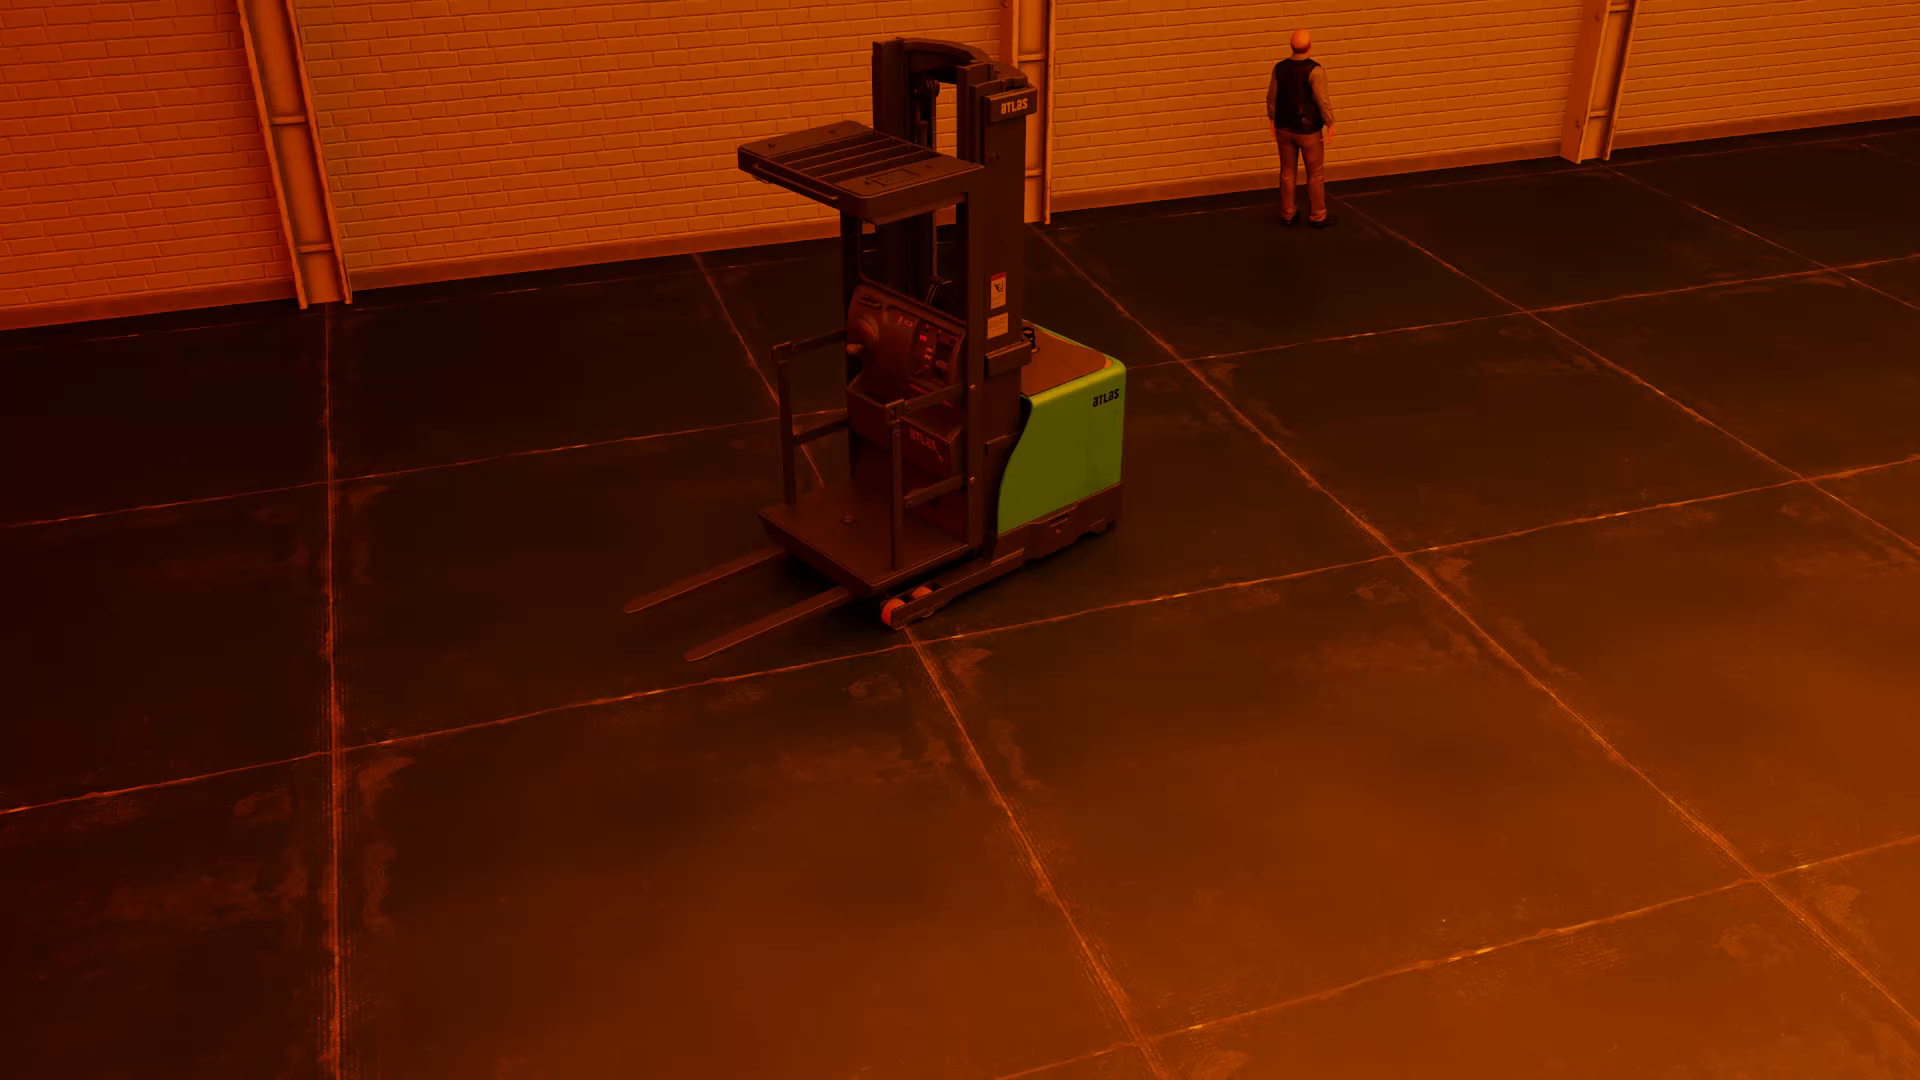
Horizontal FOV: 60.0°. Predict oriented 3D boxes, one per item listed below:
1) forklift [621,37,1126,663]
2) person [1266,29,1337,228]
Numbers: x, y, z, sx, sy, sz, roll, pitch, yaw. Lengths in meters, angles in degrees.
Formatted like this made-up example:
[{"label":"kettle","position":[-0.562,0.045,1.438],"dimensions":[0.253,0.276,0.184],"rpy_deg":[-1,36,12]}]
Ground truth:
[{"label":"forklift","position":[-0.461,-1.072,8.951],"dimensions":[3.031,2.935,1.130],"rpy_deg":[-23,37,-34]},{"label":"person","position":[3.008,-3.610,14.561],"dimensions":[0.631,1.720,0.568],"rpy_deg":[21,36,32]}]
